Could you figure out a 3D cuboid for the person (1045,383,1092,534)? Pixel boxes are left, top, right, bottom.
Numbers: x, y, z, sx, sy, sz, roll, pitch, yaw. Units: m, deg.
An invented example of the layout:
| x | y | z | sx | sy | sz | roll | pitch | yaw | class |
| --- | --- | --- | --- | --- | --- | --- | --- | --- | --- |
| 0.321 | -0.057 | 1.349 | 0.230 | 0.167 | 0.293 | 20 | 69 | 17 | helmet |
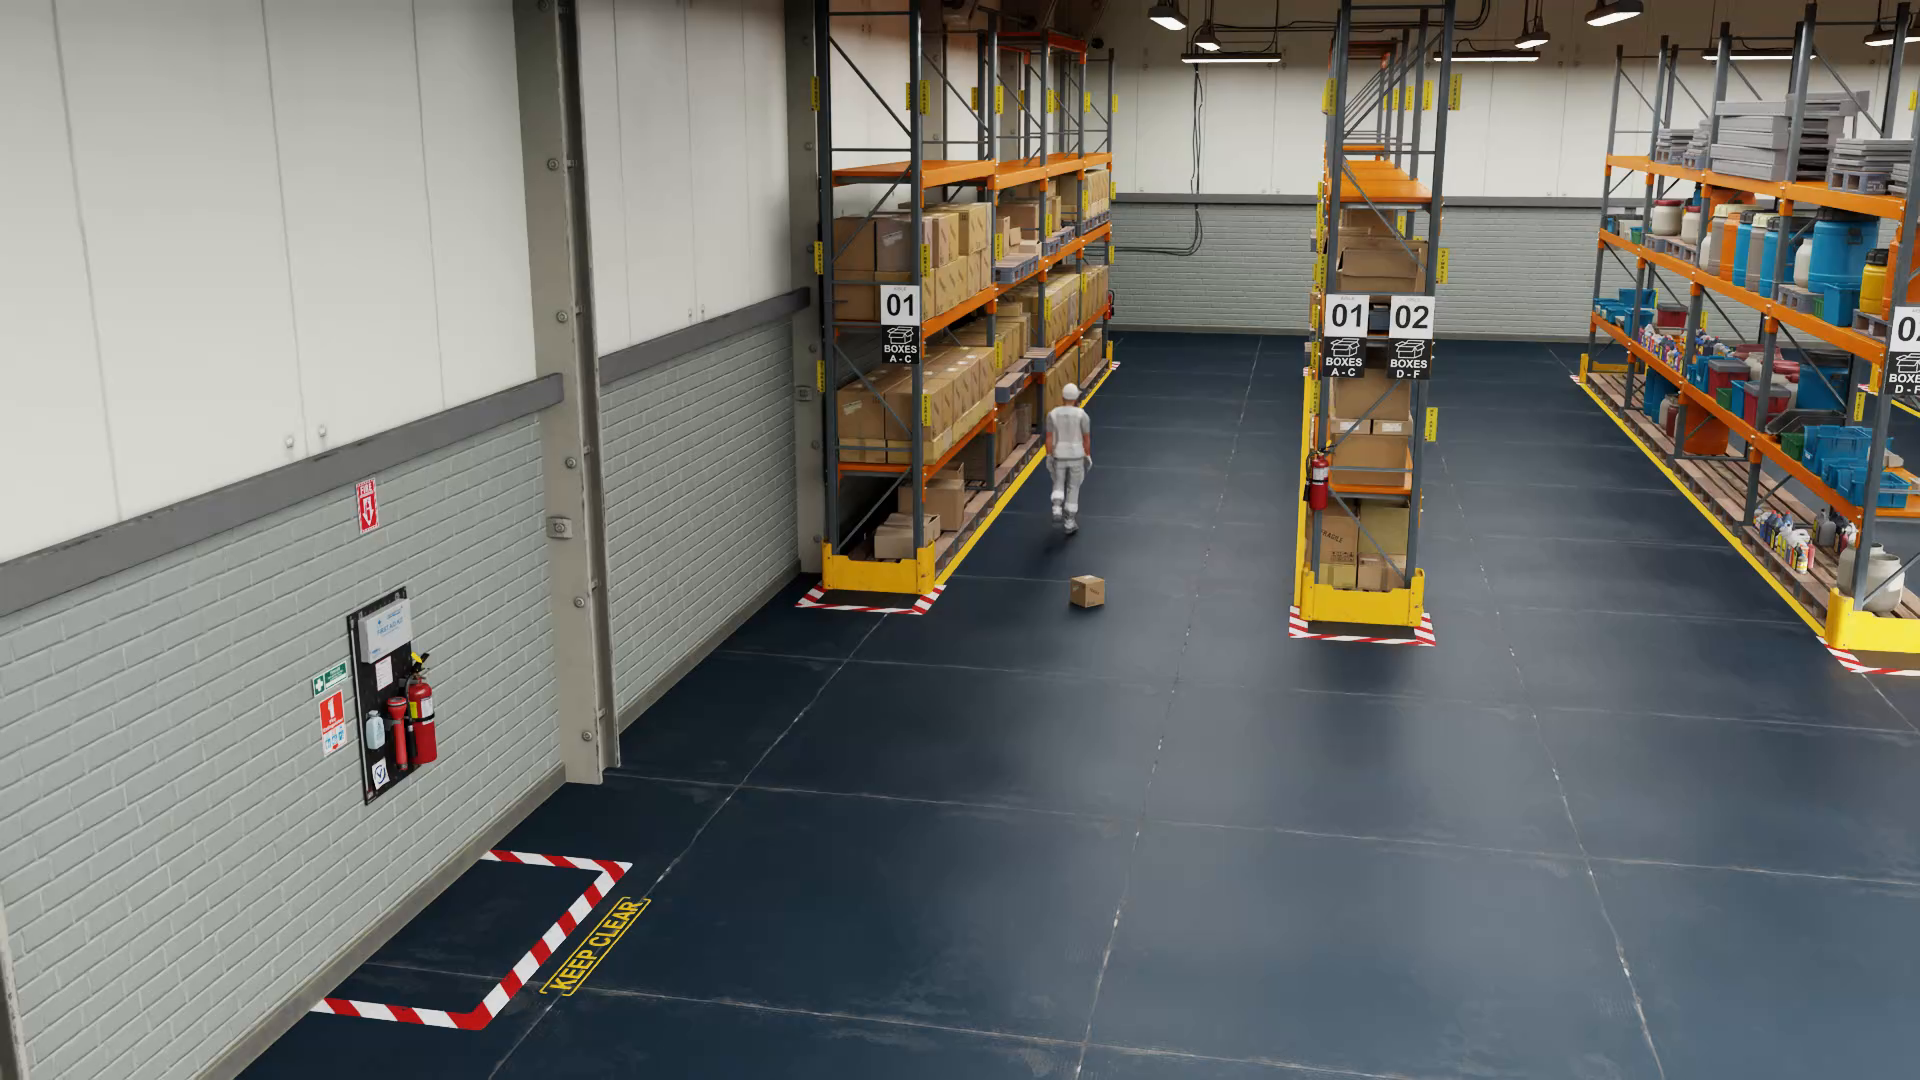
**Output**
| x | y | z | sx | sy | sz | roll | pitch | yaw | class |
| --- | --- | --- | --- | --- | --- | --- | --- | --- | --- |
| 1.286 | -0.972 | 19.630 | 0.535 | 1.794 | 0.452 | 4 | 15 | 16 | person |
